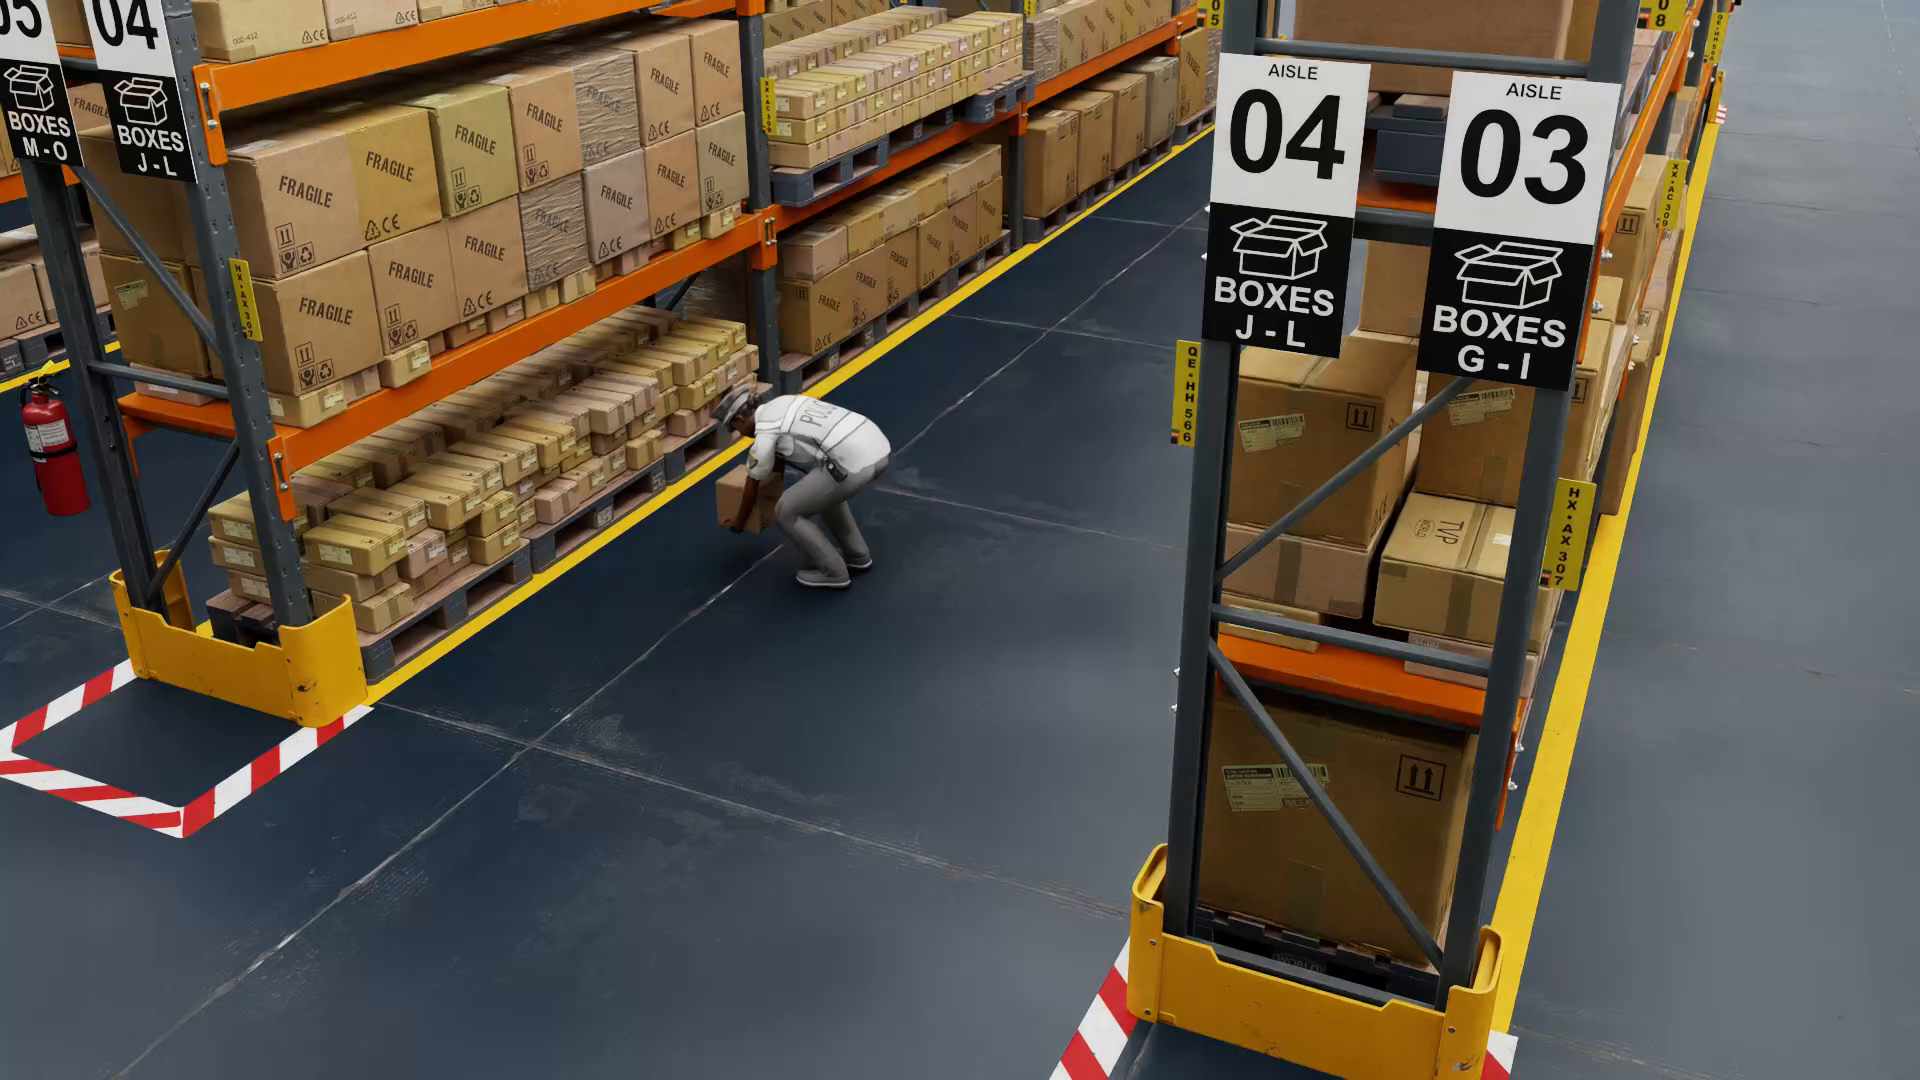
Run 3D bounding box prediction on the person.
[{"bbox_3d":[-0.808,-0.291,8.470,0.927,0.989,0.470,10,28,20],"label":"person"}]
